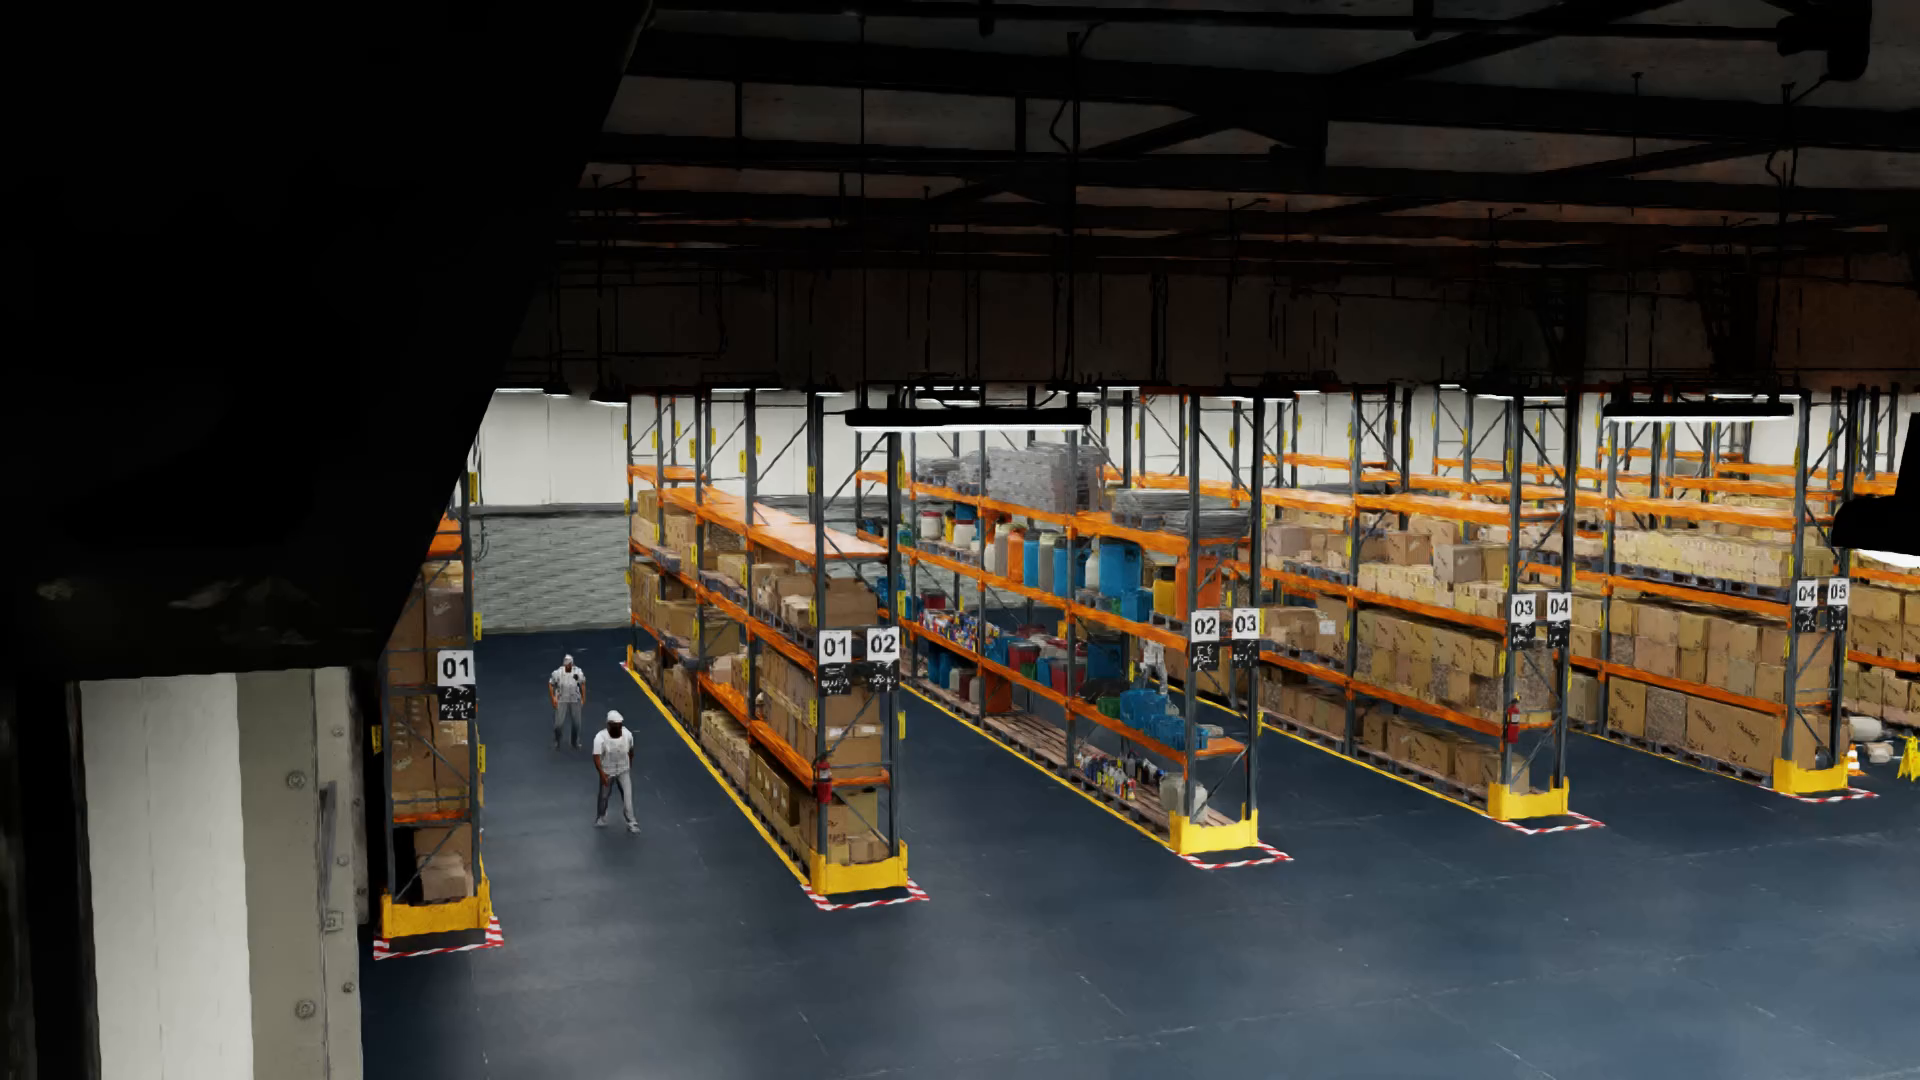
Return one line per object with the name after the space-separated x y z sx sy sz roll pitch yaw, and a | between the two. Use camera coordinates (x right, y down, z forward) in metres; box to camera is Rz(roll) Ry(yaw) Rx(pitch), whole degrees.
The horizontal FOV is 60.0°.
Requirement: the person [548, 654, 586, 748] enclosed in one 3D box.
-6.530 2.681 27.698 0.625 1.611 0.582 -2 6 -21 | person

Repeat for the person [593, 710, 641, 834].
-4.708 3.139 22.669 0.598 1.690 1.094 -3 7 -28 | person

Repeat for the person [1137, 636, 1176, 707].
3.621 2.261 31.092 0.566 1.706 1.122 -2 6 -17 | person
